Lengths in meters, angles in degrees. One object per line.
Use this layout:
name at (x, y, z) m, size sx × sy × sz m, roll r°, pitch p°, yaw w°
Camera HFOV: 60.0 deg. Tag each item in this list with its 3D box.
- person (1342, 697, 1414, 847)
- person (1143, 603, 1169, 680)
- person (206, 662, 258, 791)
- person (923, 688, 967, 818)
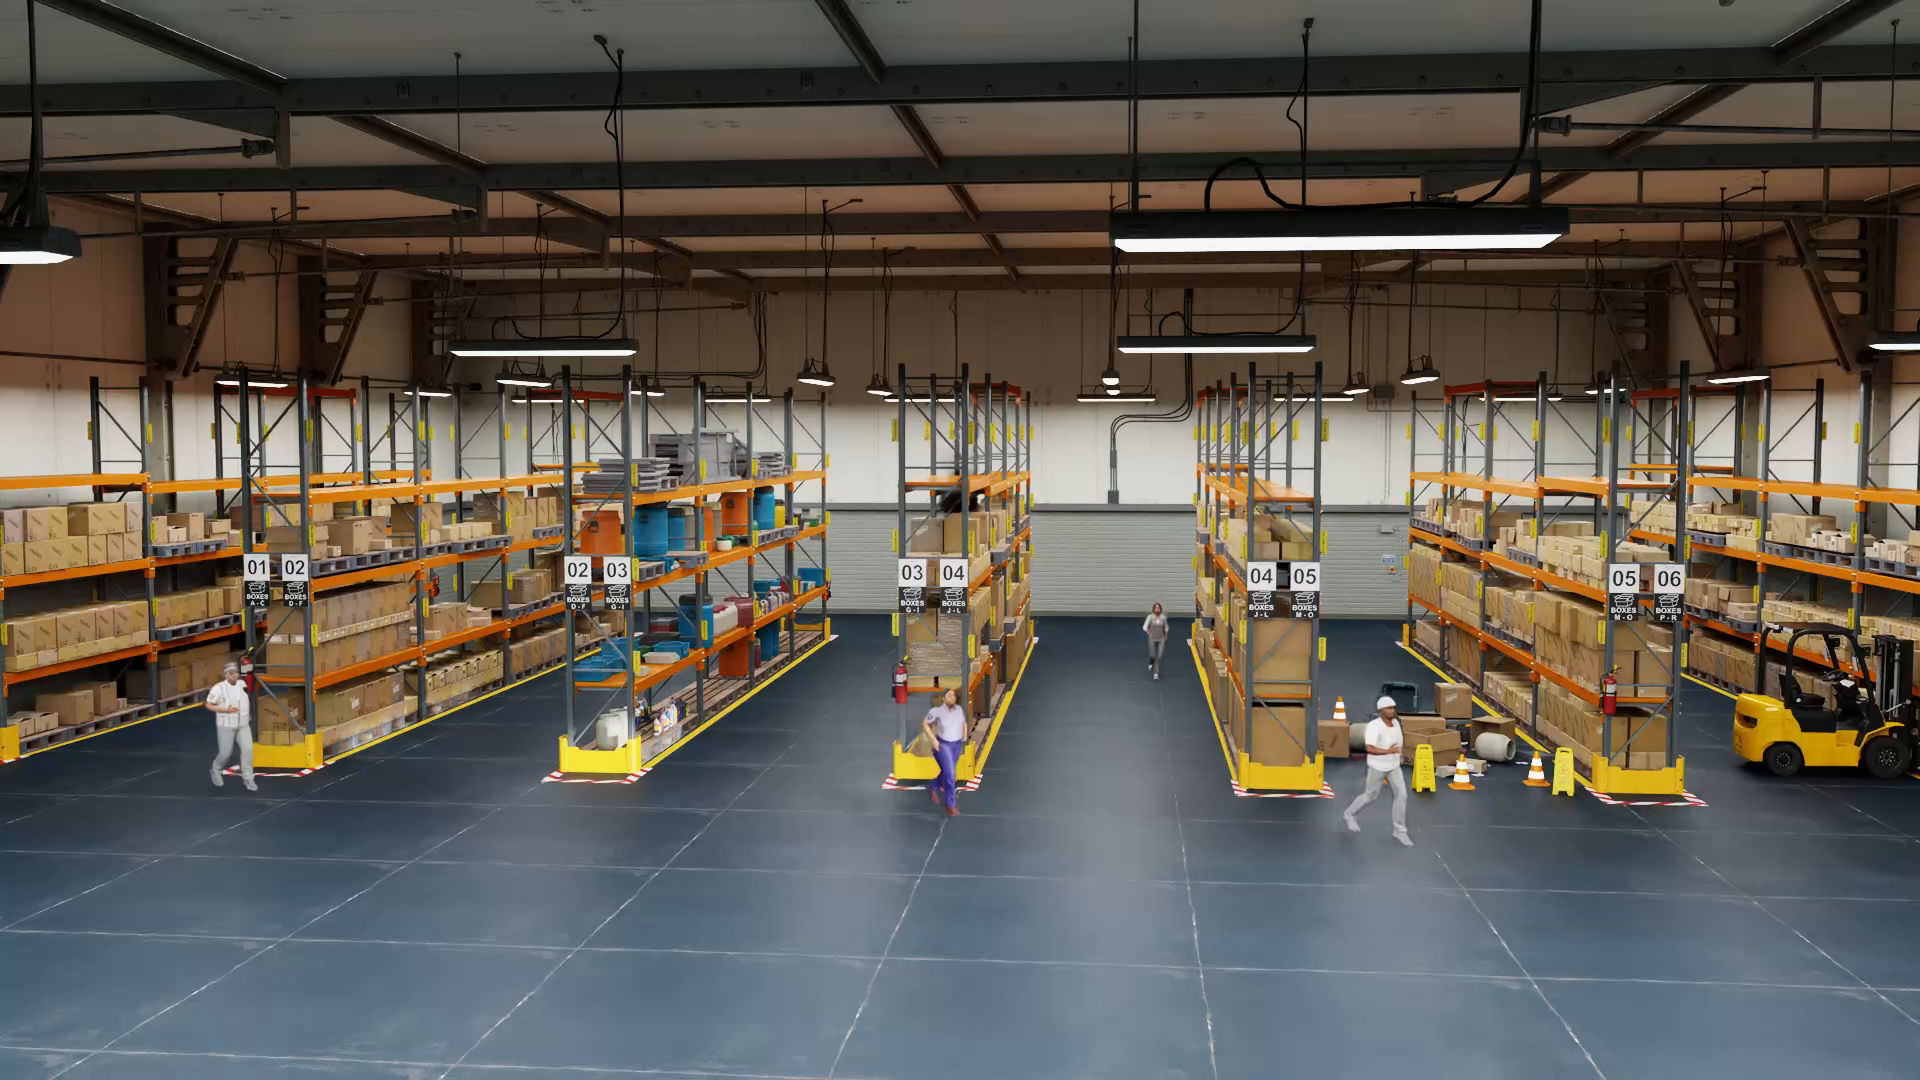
person at (5.173, 2.807, 20.435) m, size 0.710 × 1.805 × 0.940 m, roll -2°, pitch 4°, yaw -34°
person at (4.003, 2.052, 33.898) m, size 0.532 × 1.554 × 0.547 m, roll 0°, pitch 4°, yaw -4°
person at (-10.232, 2.603, 23.378) m, size 0.907 × 1.798 × 0.689 m, roll 2°, pitch 4°, yaw 32°
person at (-0.193, 2.776, 21.993) m, size 0.603 × 1.685 × 0.812 m, roll -3°, pitch 5°, yaw -40°
